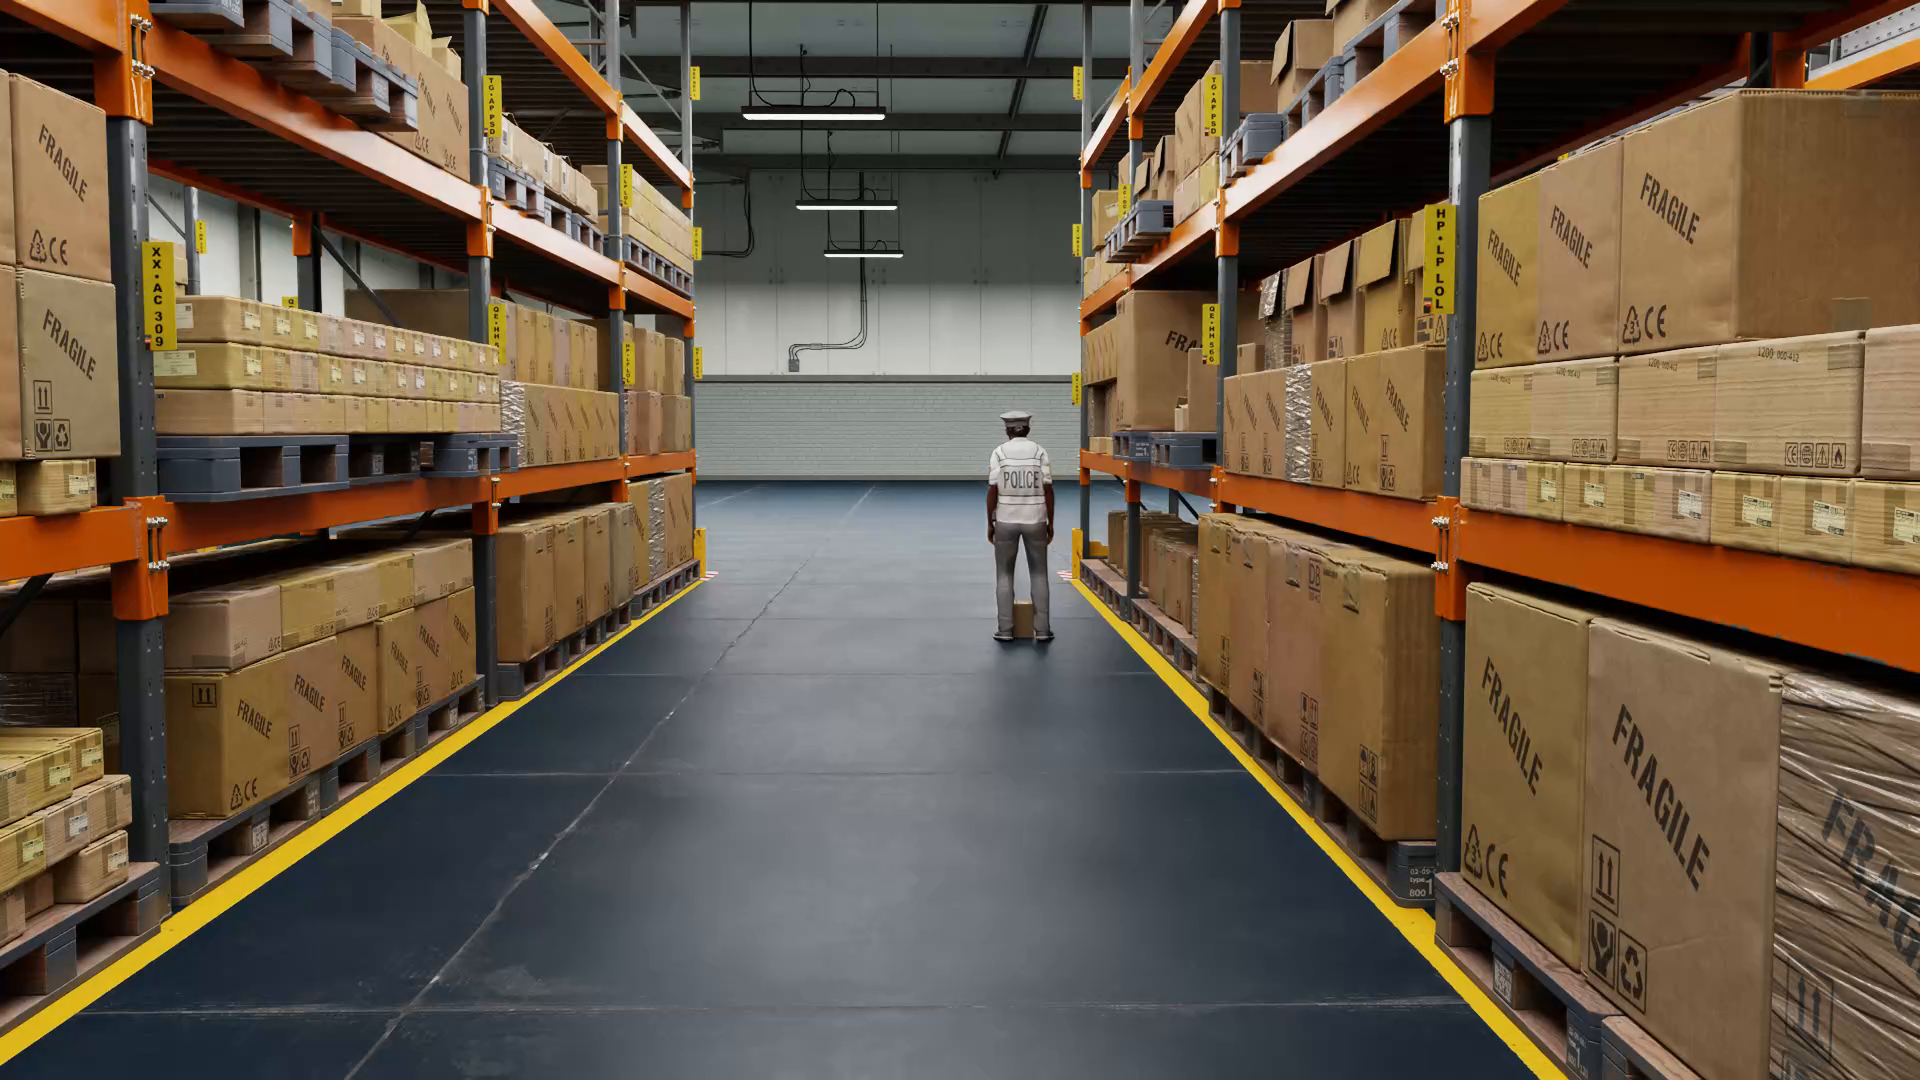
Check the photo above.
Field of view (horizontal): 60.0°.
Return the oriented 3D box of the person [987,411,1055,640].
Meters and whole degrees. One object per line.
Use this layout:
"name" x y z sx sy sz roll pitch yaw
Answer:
"person" 0.442 -0.104 12.056 0.504 1.657 0.314 0 4 -2
